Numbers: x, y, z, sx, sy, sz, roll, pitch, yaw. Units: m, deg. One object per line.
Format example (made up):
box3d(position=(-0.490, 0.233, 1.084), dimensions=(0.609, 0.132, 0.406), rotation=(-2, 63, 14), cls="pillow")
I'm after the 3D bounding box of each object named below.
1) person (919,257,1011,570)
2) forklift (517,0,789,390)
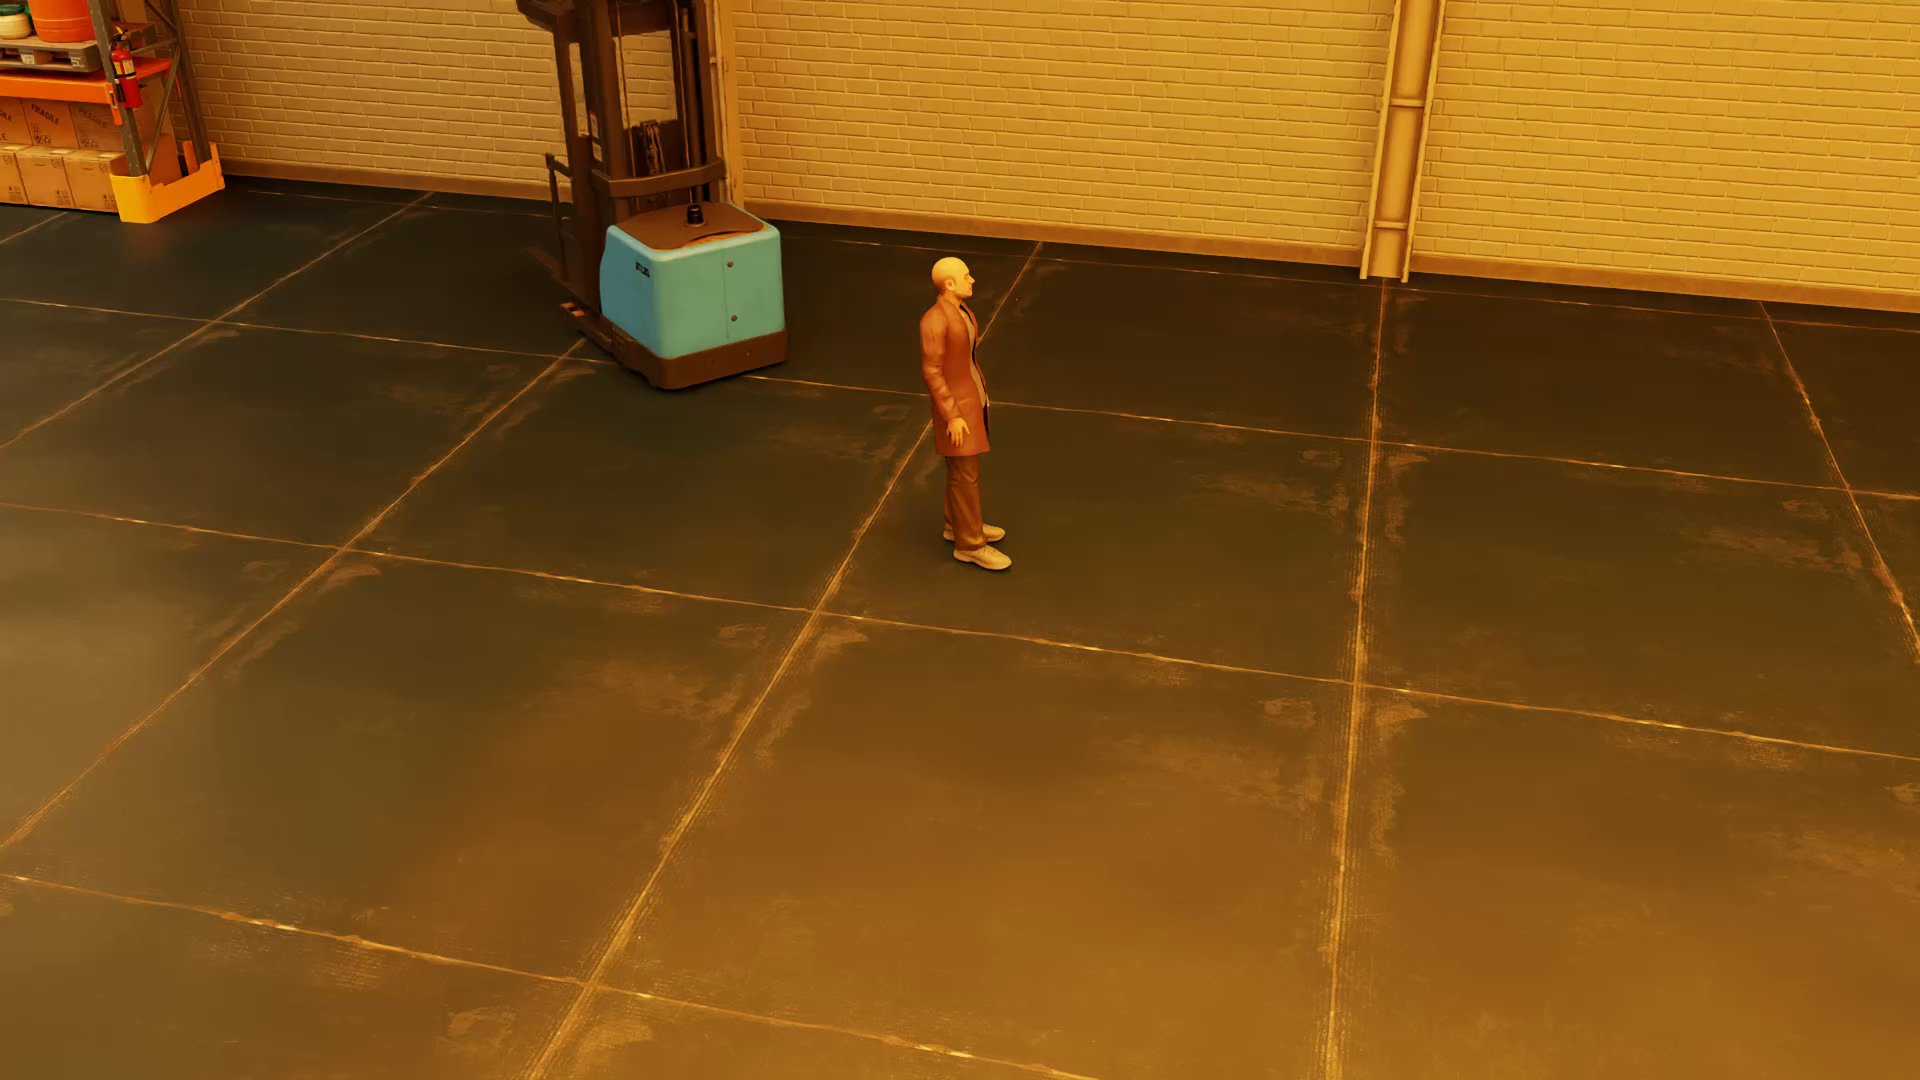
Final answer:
box3d(position=(0.087, -0.767, 9.678), dimensions=(0.582, 1.776, 0.696), rotation=(7, 30, 12), cls="person")
box3d(position=(-2.529, -3.028, 12.514), dimensions=(1.130, 2.935, 3.031), rotation=(-19, 35, -30), cls="forklift")
